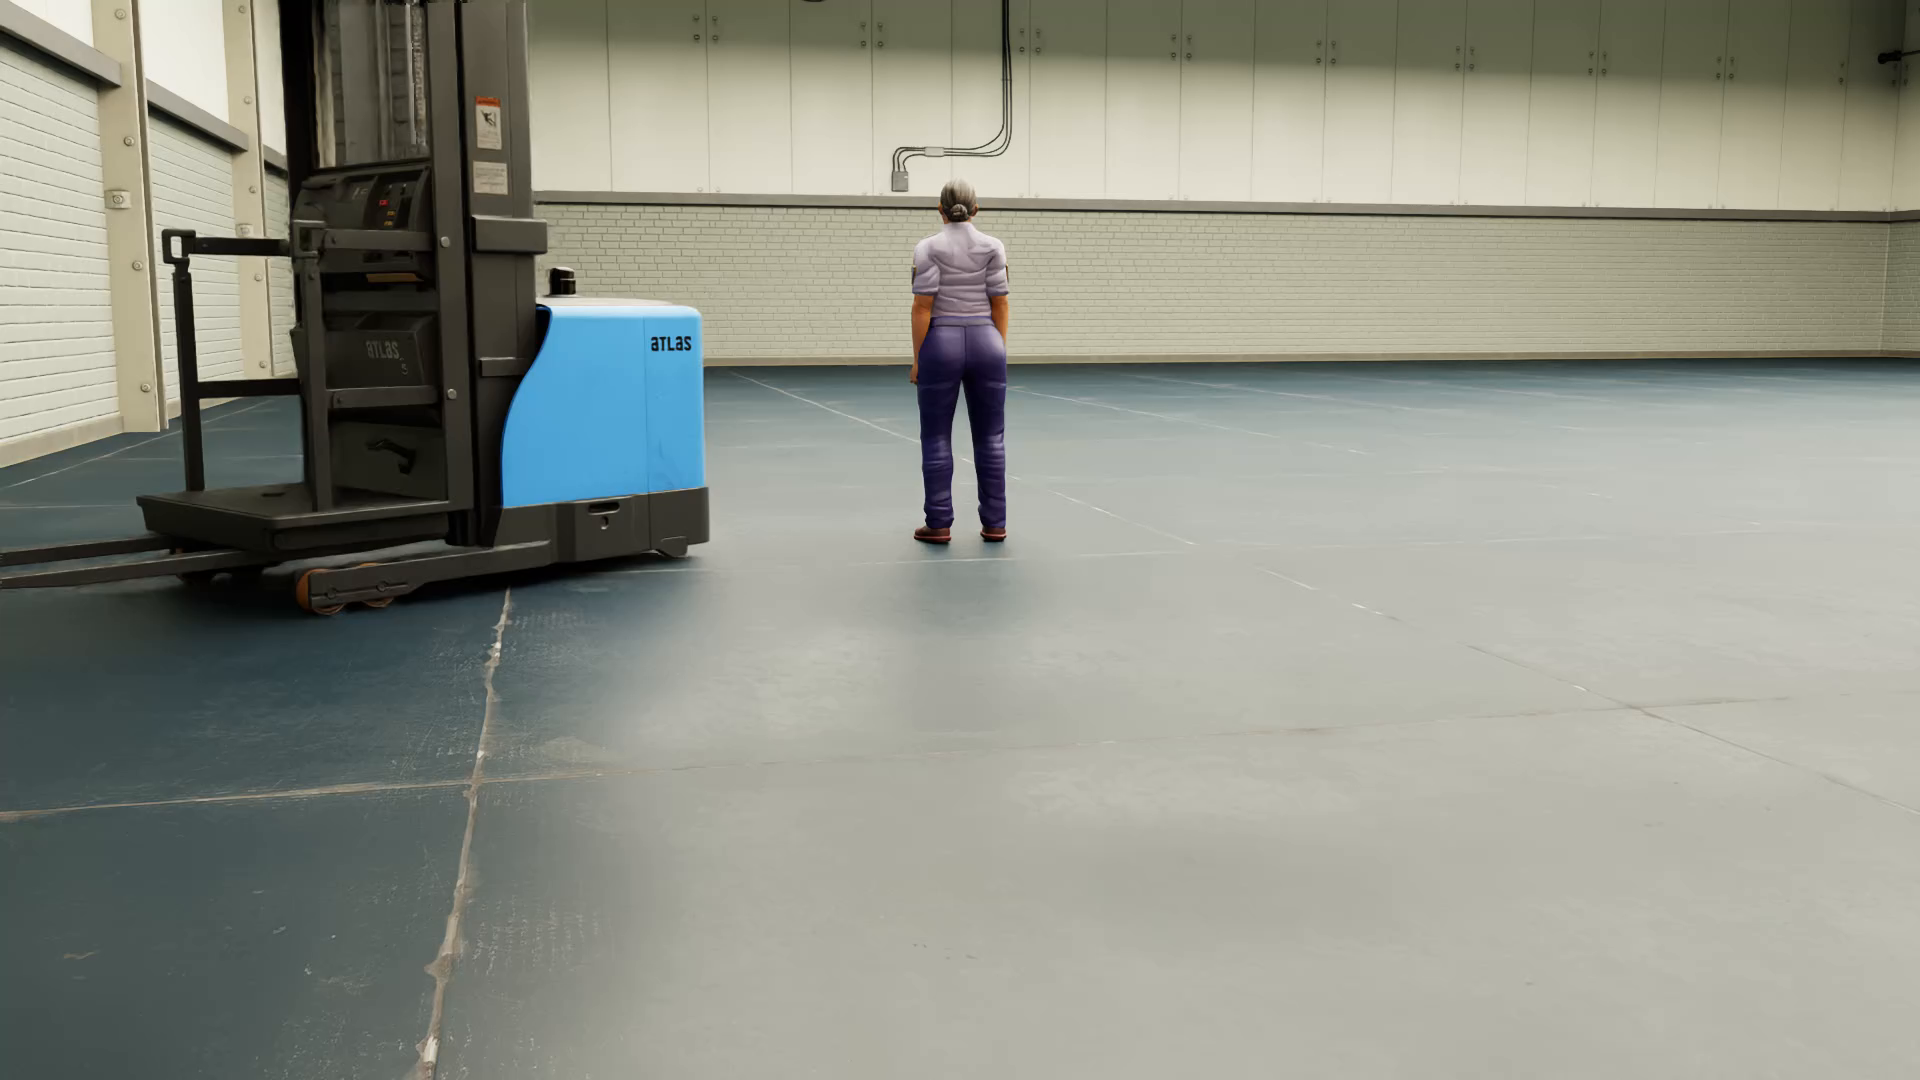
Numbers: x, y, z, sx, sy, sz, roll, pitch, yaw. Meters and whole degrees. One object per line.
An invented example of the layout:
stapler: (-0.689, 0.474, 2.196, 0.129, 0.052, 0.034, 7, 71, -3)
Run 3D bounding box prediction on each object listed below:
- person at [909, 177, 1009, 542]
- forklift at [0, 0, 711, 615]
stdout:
person: (0.005, -0.813, 7.598, 0.483, 1.651, 0.365, -2, 8, -13)
forklift: (-2.425, -1.266, 6.183, 1.130, 2.935, 3.031, 7, 11, 41)
